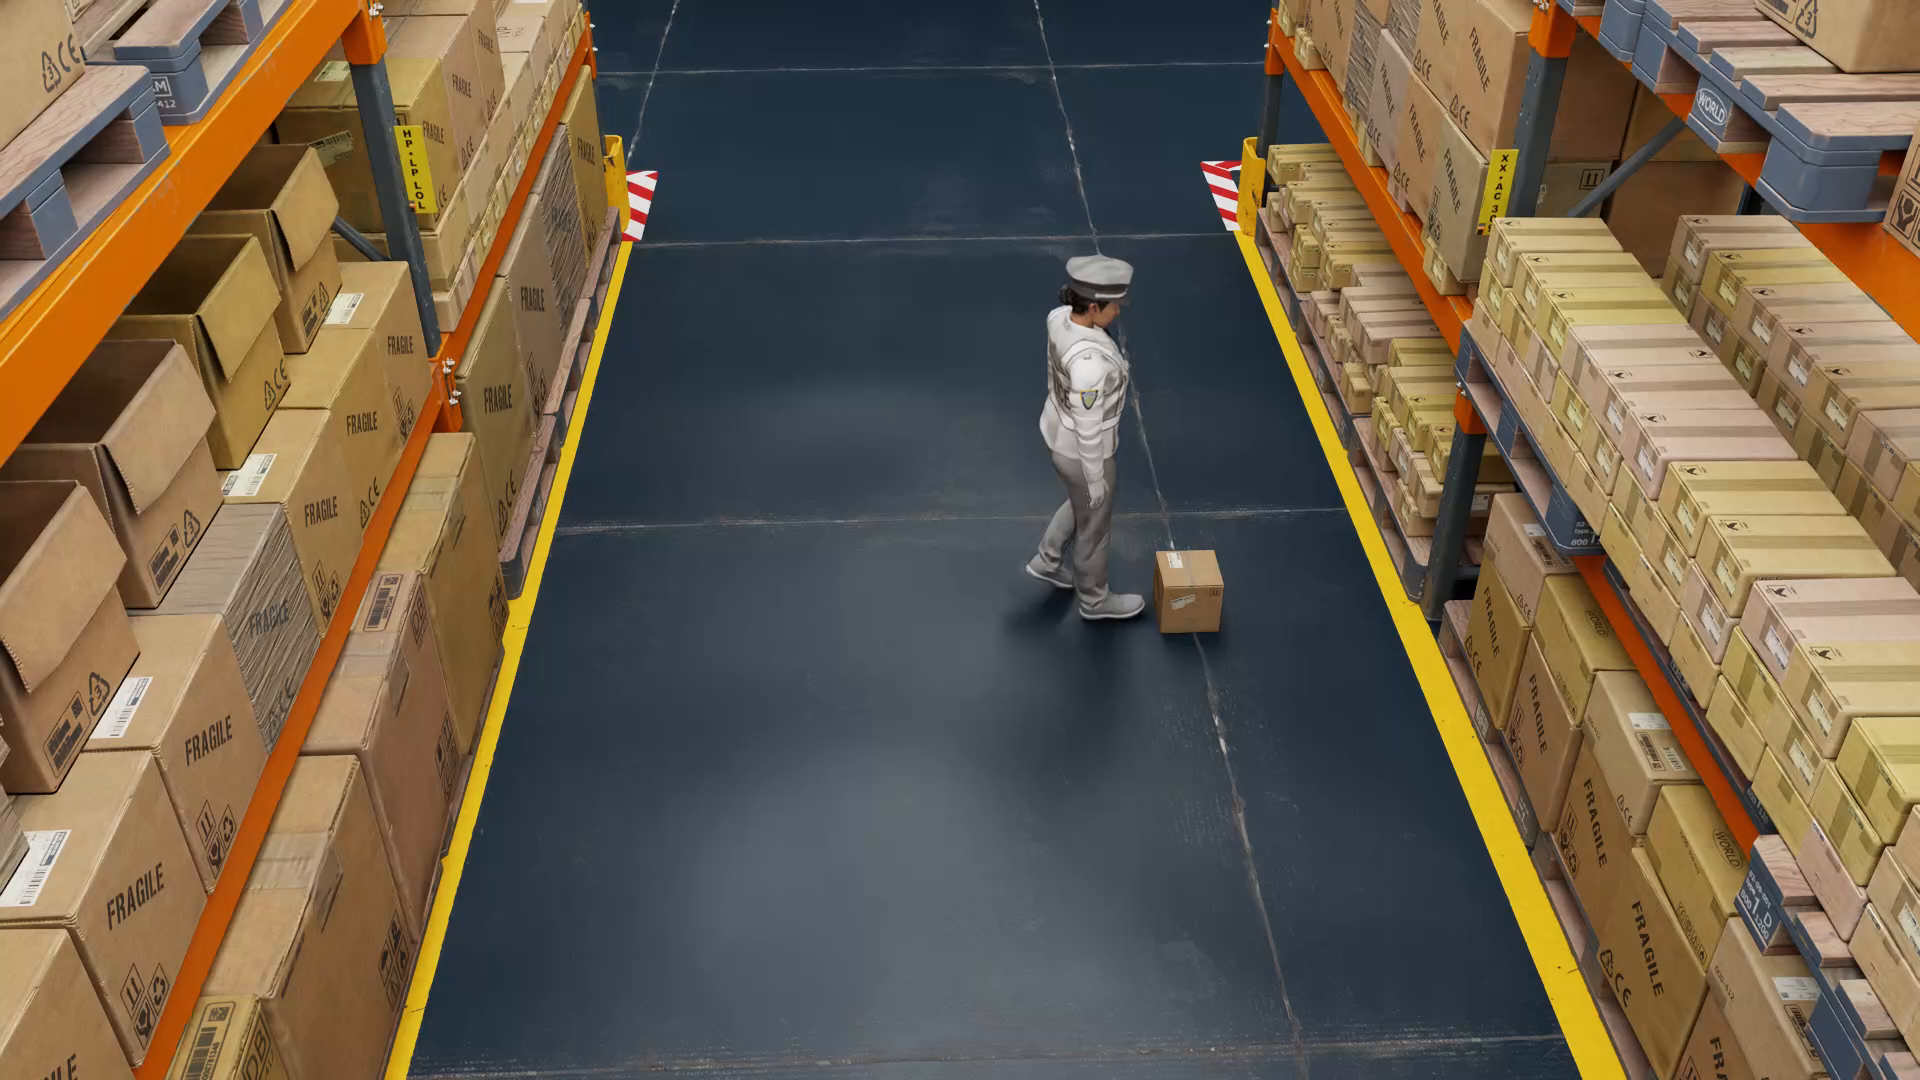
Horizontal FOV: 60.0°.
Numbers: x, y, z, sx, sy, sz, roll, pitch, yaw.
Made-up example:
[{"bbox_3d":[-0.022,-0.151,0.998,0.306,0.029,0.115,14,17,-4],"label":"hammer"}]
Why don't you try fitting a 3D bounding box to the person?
[{"bbox_3d":[0.547,-0.370,6.629,0.484,1.667,0.516,-7,36,-9],"label":"person"}]
